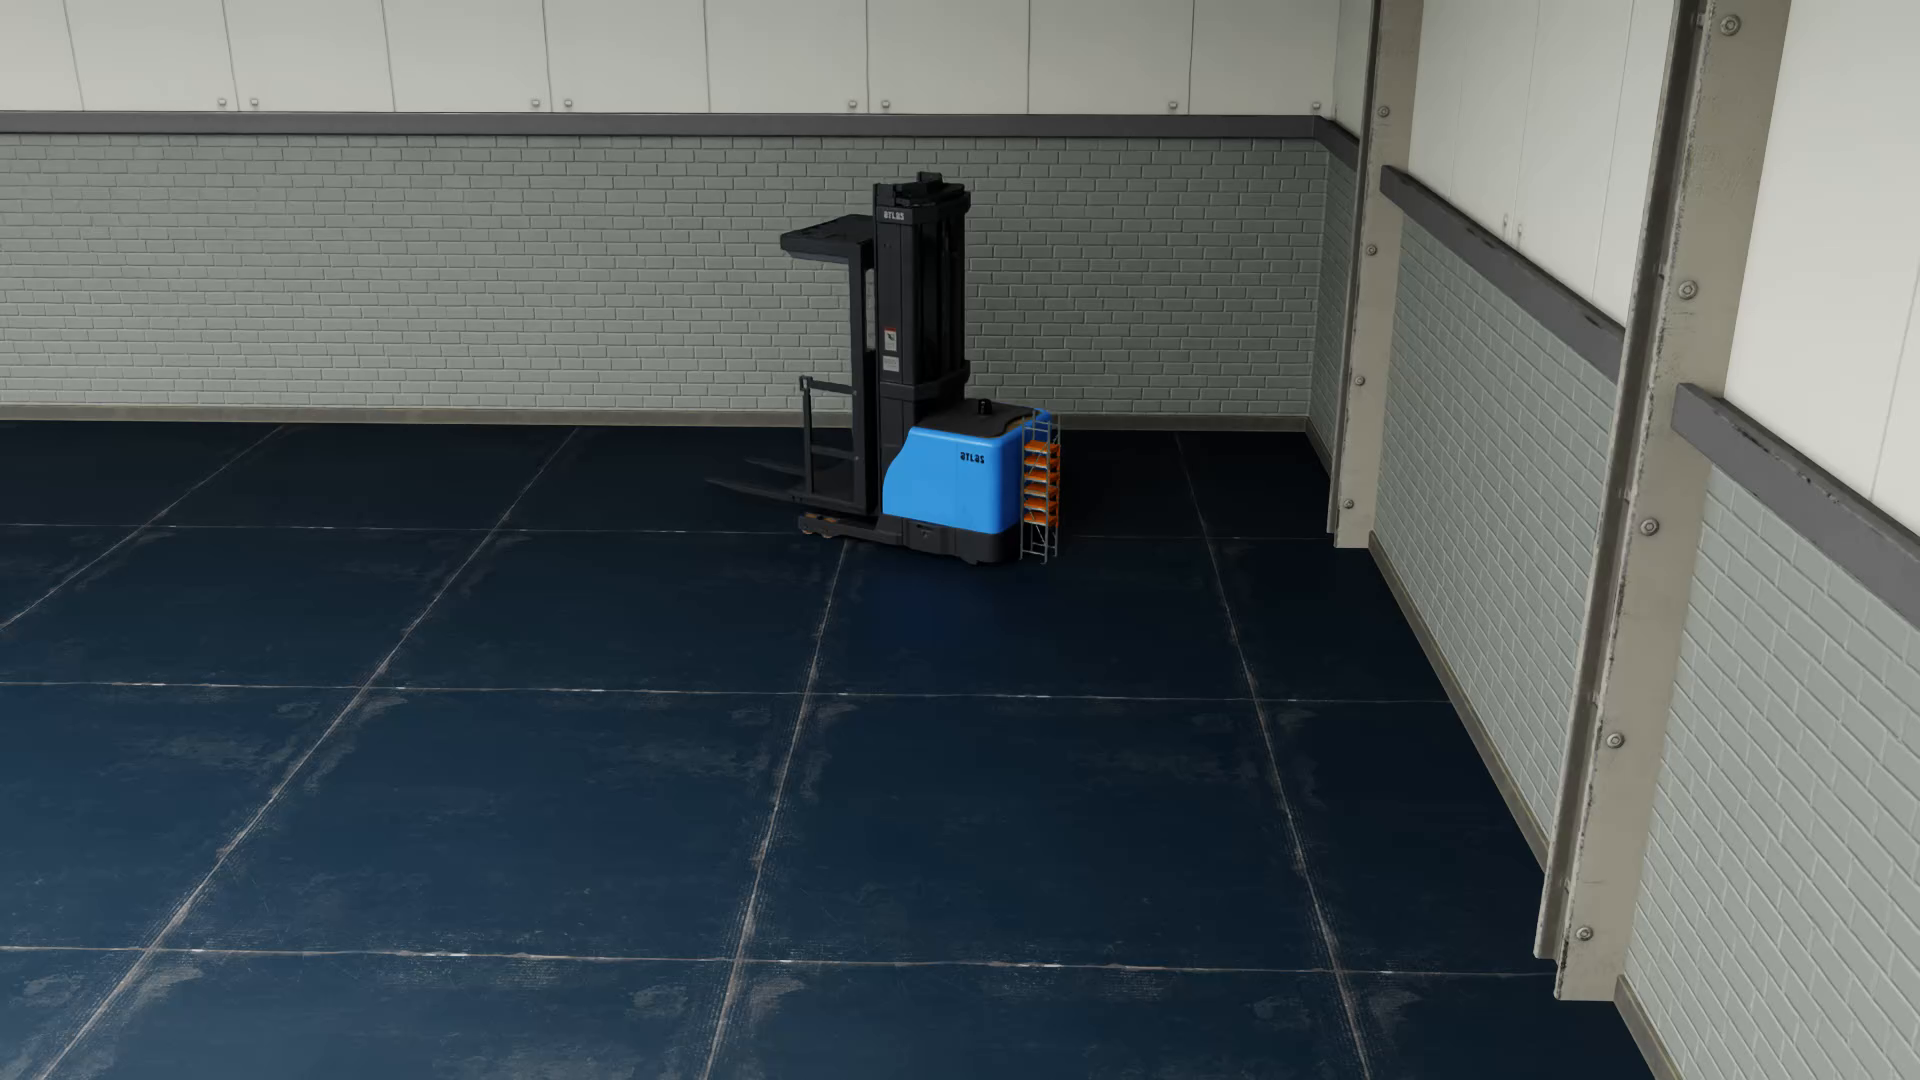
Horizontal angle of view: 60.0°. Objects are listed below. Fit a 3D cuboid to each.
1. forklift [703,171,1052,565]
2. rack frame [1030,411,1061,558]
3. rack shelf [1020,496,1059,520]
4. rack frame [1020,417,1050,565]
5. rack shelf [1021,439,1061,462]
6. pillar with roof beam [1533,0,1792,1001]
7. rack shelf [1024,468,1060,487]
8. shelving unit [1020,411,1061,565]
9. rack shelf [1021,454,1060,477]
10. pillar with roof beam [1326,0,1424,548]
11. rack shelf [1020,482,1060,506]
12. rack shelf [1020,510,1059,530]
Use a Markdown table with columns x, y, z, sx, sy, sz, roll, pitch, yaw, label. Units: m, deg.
| x | y | z | sx | sy | sz | roll | pitch | yaw | label |
| --- | --- | --- | --- | --- | --- | --- | --- | --- | --- |
| -0.777 | -1.535 | 13.727 | 3.031 | 2.935 | 1.130 | 11 | 24 | 27 | forklift |
| 0.681 | -0.439 | 13.293 | 0.240 | 1.200 | 0.006 | 11 | 24 | 27 | rack frame |
| 0.636 | -0.256 | 13.278 | 0.258 | 0.103 | 0.180 | 11 | 24 | 27 | rack shelf |
| 0.592 | -0.381 | 13.144 | 0.240 | 1.200 | 0.006 | 11 | 24 | 27 | rack frame |
| 0.637 | -0.704 | 13.104 | 0.258 | 0.103 | 0.180 | 11 | 24 | 27 | rack shelf |
| -1.247 | -2.081 | 6.745 | 9.100 | 9.000 | 0.400 | 1 | 21 | 2 | pillar with roof beam |
| 0.637 | -0.480 | 13.191 | 0.258 | 0.103 | 0.180 | 11 | 24 | 27 | rack shelf |
| 0.637 | -0.410 | 13.218 | 0.258 | 1.200 | 0.189 | 11 | 24 | 27 | shelving unit |
| 0.637 | -0.592 | 13.147 | 0.258 | 0.103 | 0.180 | 11 | 24 | 27 | rack shelf |
| -1.064 | -4.250 | 12.336 | 9.100 | 9.000 | 0.400 | 1 | 21 | 2 | pillar with roof beam |
| 0.637 | -0.368 | 13.234 | 0.258 | 0.103 | 0.180 | 11 | 24 | 27 | rack shelf |
| 0.636 | -0.144 | 13.322 | 0.258 | 0.103 | 0.180 | 11 | 24 | 27 | rack shelf |
